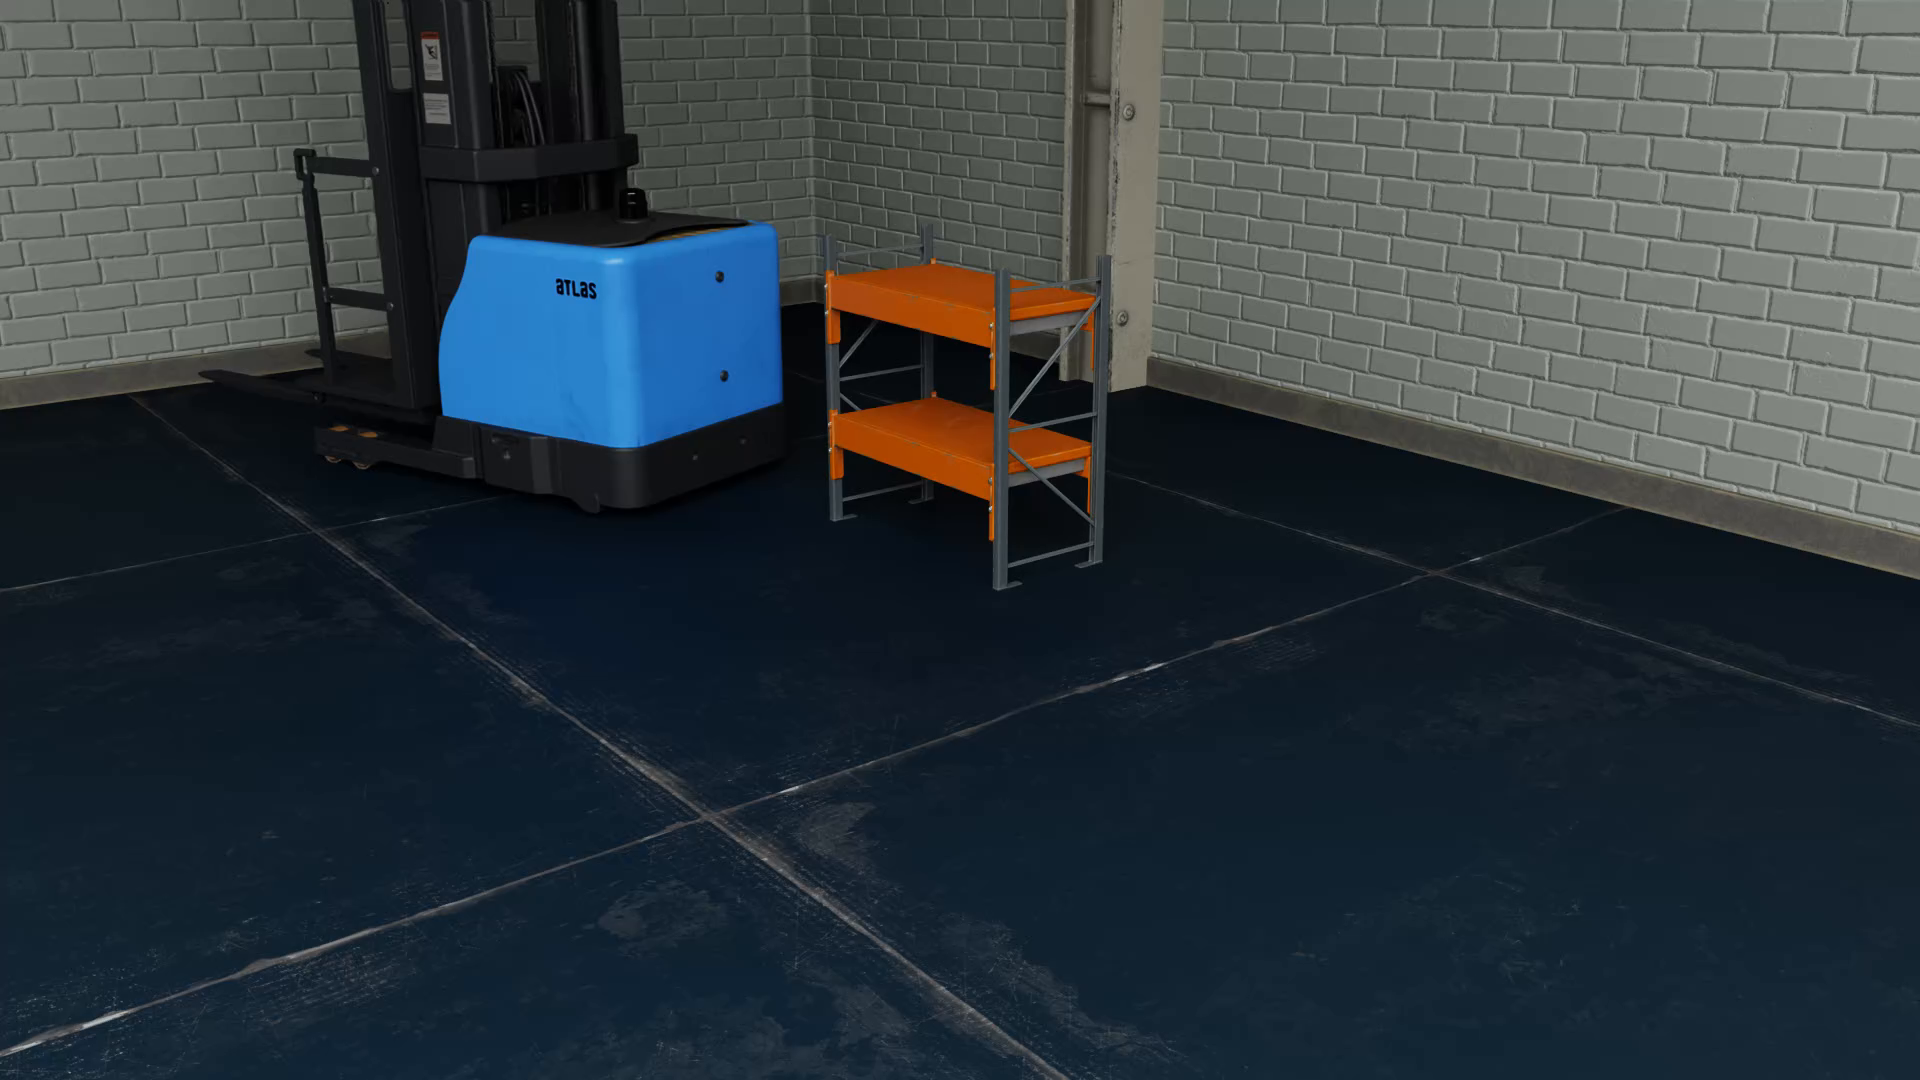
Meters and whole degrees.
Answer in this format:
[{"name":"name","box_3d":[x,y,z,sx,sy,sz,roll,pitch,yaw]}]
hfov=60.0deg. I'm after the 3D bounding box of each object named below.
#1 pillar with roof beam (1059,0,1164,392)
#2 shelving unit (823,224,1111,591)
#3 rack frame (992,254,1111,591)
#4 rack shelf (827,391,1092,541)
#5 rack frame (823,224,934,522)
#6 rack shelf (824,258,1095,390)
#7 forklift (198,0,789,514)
[{"name":"pillar with roof beam","box_3d":[-2.600,-4.281,4.977,9.100,9.000,0.400,-14,23,-36]},{"name":"shelving unit","box_3d":[0.004,-0.532,6.181,0.538,1.125,1.048,-14,23,-36]},{"name":"rack frame","box_3d":[0.320,-0.407,5.802,0.500,1.125,0.032,-14,23,-36]},{"name":"rack shelf","box_3d":[0.004,-0.300,6.258,0.538,0.278,1.000,-14,23,-36]},{"name":"rack frame","box_3d":[-0.311,-0.658,6.559,0.500,1.125,0.032,-14,23,-36]},{"name":"rack shelf","box_3d":[0.004,-0.810,6.089,0.538,0.278,1.000,-14,23,-36]},{"name":"forklift","box_3d":[-2.265,-1.827,7.217,3.031,2.935,1.130,11,21,31]}]
